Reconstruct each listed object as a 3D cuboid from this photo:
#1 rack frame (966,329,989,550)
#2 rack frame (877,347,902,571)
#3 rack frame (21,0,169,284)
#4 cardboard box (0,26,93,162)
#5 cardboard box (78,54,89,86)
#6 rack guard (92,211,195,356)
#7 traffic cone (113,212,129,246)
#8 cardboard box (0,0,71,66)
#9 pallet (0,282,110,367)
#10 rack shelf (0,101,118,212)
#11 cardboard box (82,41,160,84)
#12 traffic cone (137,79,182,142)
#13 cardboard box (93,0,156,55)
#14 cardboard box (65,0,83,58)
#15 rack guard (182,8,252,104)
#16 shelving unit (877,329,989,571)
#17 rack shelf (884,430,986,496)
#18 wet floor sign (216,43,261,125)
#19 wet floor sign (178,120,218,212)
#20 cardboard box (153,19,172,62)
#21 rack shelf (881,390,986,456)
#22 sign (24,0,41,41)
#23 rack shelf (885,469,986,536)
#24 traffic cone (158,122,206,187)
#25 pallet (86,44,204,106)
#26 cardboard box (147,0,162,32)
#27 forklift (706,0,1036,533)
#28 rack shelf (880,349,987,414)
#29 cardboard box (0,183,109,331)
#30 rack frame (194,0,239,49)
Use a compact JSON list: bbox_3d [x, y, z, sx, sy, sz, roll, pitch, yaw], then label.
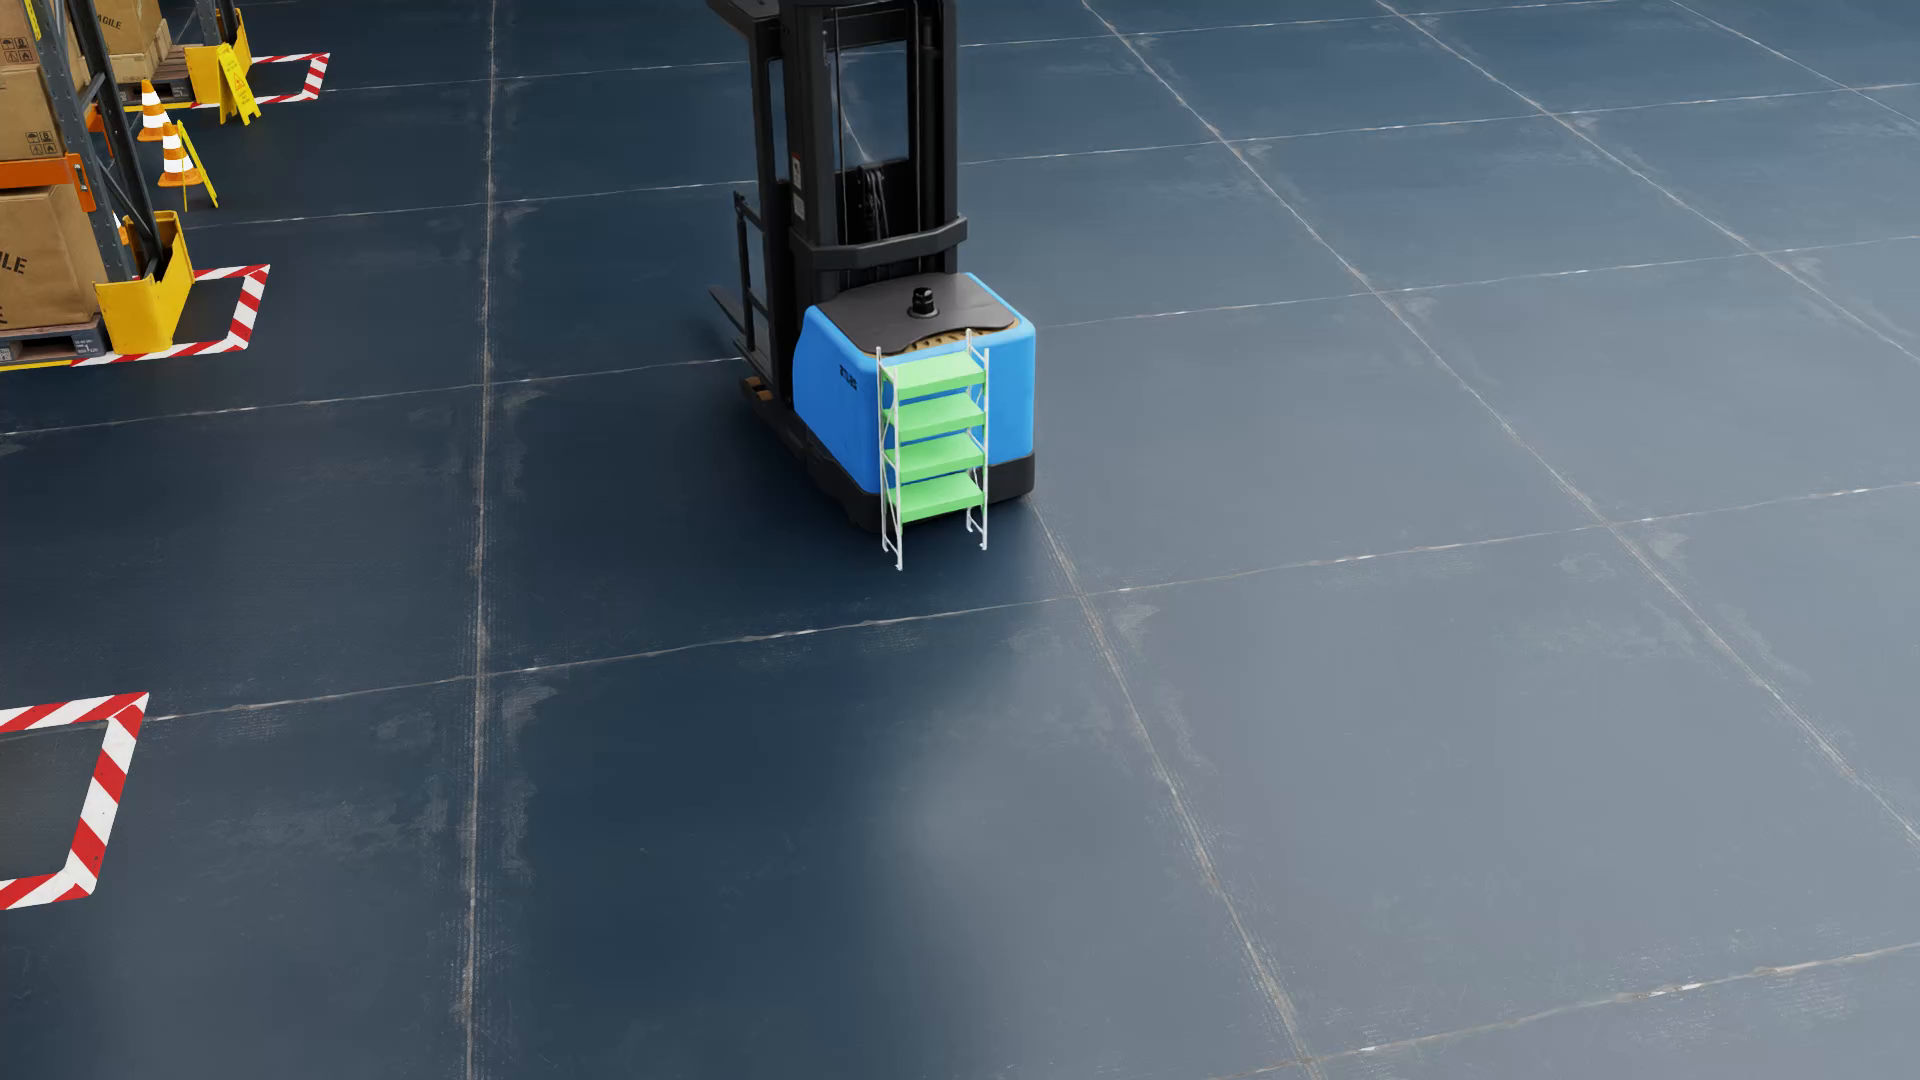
[{"bbox_3d":[0.088,-0.507,8.651,0.015,1.200,0.240,-14,36,-19],"label":"rack frame"},{"bbox_3d":[-0.359,-0.398,8.489,0.015,1.200,0.240,-14,36,-19],"label":"rack frame"},{"bbox_3d":[-5.456,-2.766,10.402,0.127,3.000,1.000,-7,35,-11],"label":"rack frame"},{"bbox_3d":[-5.808,-2.758,10.256,0.550,0.550,0.875,-7,35,-11],"label":"cardboard box"},{"bbox_3d":[-7.882,-4.171,14.588,0.500,0.250,0.500,-7,35,-10],"label":"cardboard box"},{"bbox_3d":[-5.432,-1.731,11.103,0.348,0.500,1.175,-7,35,-11],"label":"rack guard"},{"bbox_3d":[-6.287,-2.419,12.162,0.334,0.463,0.336,-7,35,-11],"label":"traffic cone"},{"bbox_3d":[-5.826,-3.252,10.023,0.550,0.550,0.875,-7,35,-11],"label":"cardboard box"},{"bbox_3d":[-6.218,-1.467,10.969,1.213,0.211,1.003,-7,35,-11],"label":"pallet"},{"bbox_3d":[-7.407,-2.221,10.236,4.000,0.370,1.077,-7,35,-11],"label":"rack shelf"},{"bbox_3d":[-7.399,-4.228,14.672,0.500,0.250,0.500,-7,35,-11],"label":"cardboard box"},{"bbox_3d":[-6.781,-3.636,13.976,0.334,0.463,0.336,-7,35,-11],"label":"traffic cone"},{"bbox_3d":[-7.370,-4.547,14.475,0.500,0.500,0.500,-7,34,-10],"label":"cardboard box"},{"bbox_3d":[-7.879,-4.481,14.377,0.500,0.500,0.500,-6,34,-9],"label":"cardboard box"},{"bbox_3d":[-6.720,-4.396,15.075,0.348,0.500,1.175,-7,35,-11],"label":"rack guard"},{"bbox_3d":[-0.136,-0.452,8.570,0.503,1.200,0.258,-14,36,-19],"label":"shelving unit"},{"bbox_3d":[-0.136,-0.399,8.606,0.480,0.148,0.258,-14,36,-19],"label":"rack shelf"},{"bbox_3d":[-6.225,-3.908,14.217,0.232,0.644,0.267,4,34,6],"label":"wet floor sign"},{"bbox_3d":[-5.864,-2.868,12.667,0.232,0.644,0.267,-13,36,-19],"label":"wet floor sign"},{"bbox_3d":[-7.494,-4.527,15.118,0.500,0.250,0.500,-7,35,-11],"label":"cardboard box"},{"bbox_3d":[-0.136,-0.598,8.472,0.480,0.148,0.258,-14,36,-19],"label":"rack shelf"},{"bbox_3d":[-5.350,-3.048,9.572,0.005,0.325,0.100,-7,35,-11],"label":"sign"},{"bbox_3d":[-0.136,-0.200,8.739,0.480,0.148,0.258,-14,36,-19],"label":"rack shelf"},{"bbox_3d":[-6.205,-3.075,13.139,0.334,0.463,0.336,-7,35,-11],"label":"traffic cone"},{"bbox_3d":[-7.521,-4.196,15.036,1.213,0.211,1.003,-7,35,-11],"label":"pallet"},{"bbox_3d":[-7.517,-4.835,14.904,0.500,0.500,0.500,-8,35,-12],"label":"cardboard box"},{"bbox_3d":[-0.699,-2.059,9.411,1.130,2.935,3.031,-16,37,-22],"label":"forklift"},{"bbox_3d":[-0.136,-0.798,8.338,0.480,0.148,0.258,-14,36,-19],"label":"rack shelf"},{"bbox_3d":[-6.103,-1.938,10.700,0.875,0.875,0.875,-7,34,-10],"label":"cardboard box"},{"bbox_3d":[-6.646,-5.443,14.393,0.127,3.000,1.000,-7,35,-11],"label":"rack frame"}]
